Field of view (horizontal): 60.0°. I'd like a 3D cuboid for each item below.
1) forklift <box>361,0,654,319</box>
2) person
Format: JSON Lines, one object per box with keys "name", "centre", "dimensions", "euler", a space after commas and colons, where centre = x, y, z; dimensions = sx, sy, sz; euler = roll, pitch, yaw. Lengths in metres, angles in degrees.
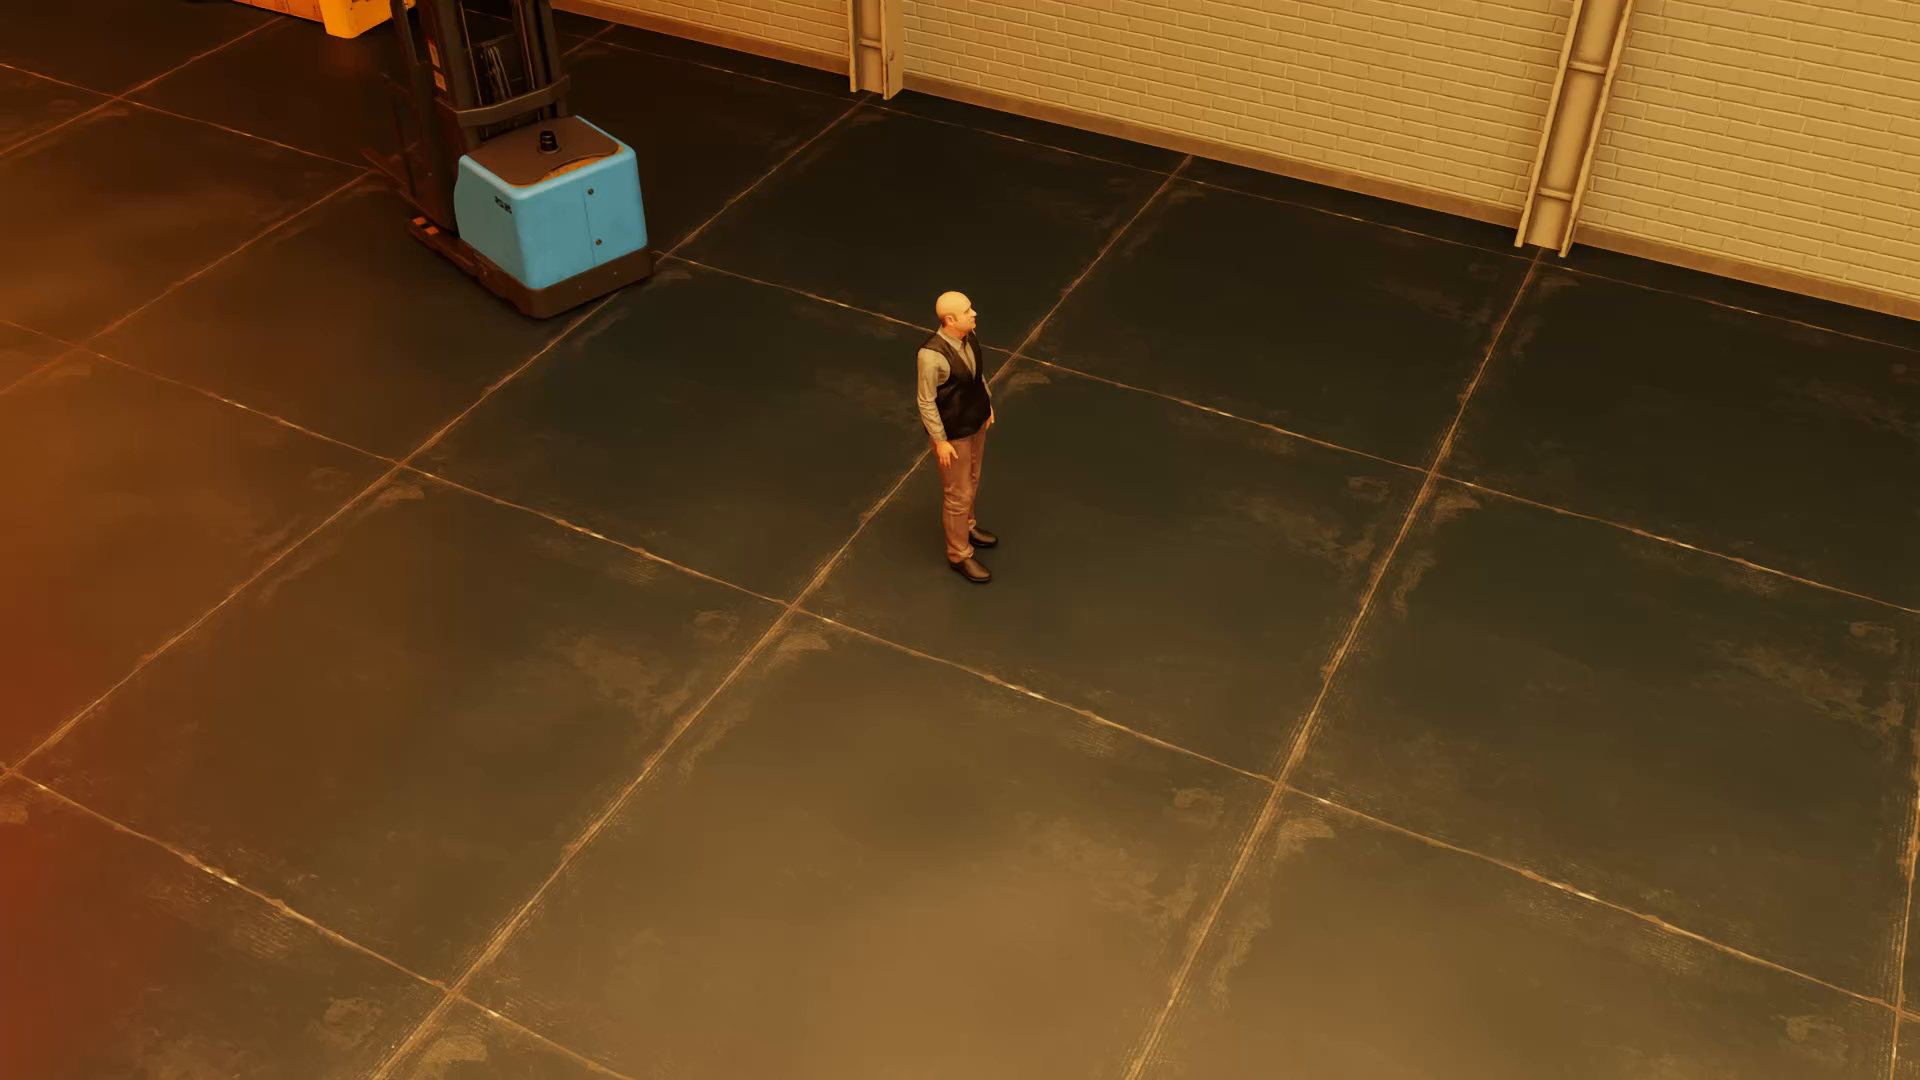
{"name": "forklift", "centre": [-3.678, -3.589, 12.248], "dimensions": [1.130, 2.935, 3.031], "euler": [-30, 49, -31]}
{"name": "person", "centre": [0.051, -0.641, 9.675], "dimensions": [0.568, 1.720, 0.632], "euler": [18, 43, 21]}
